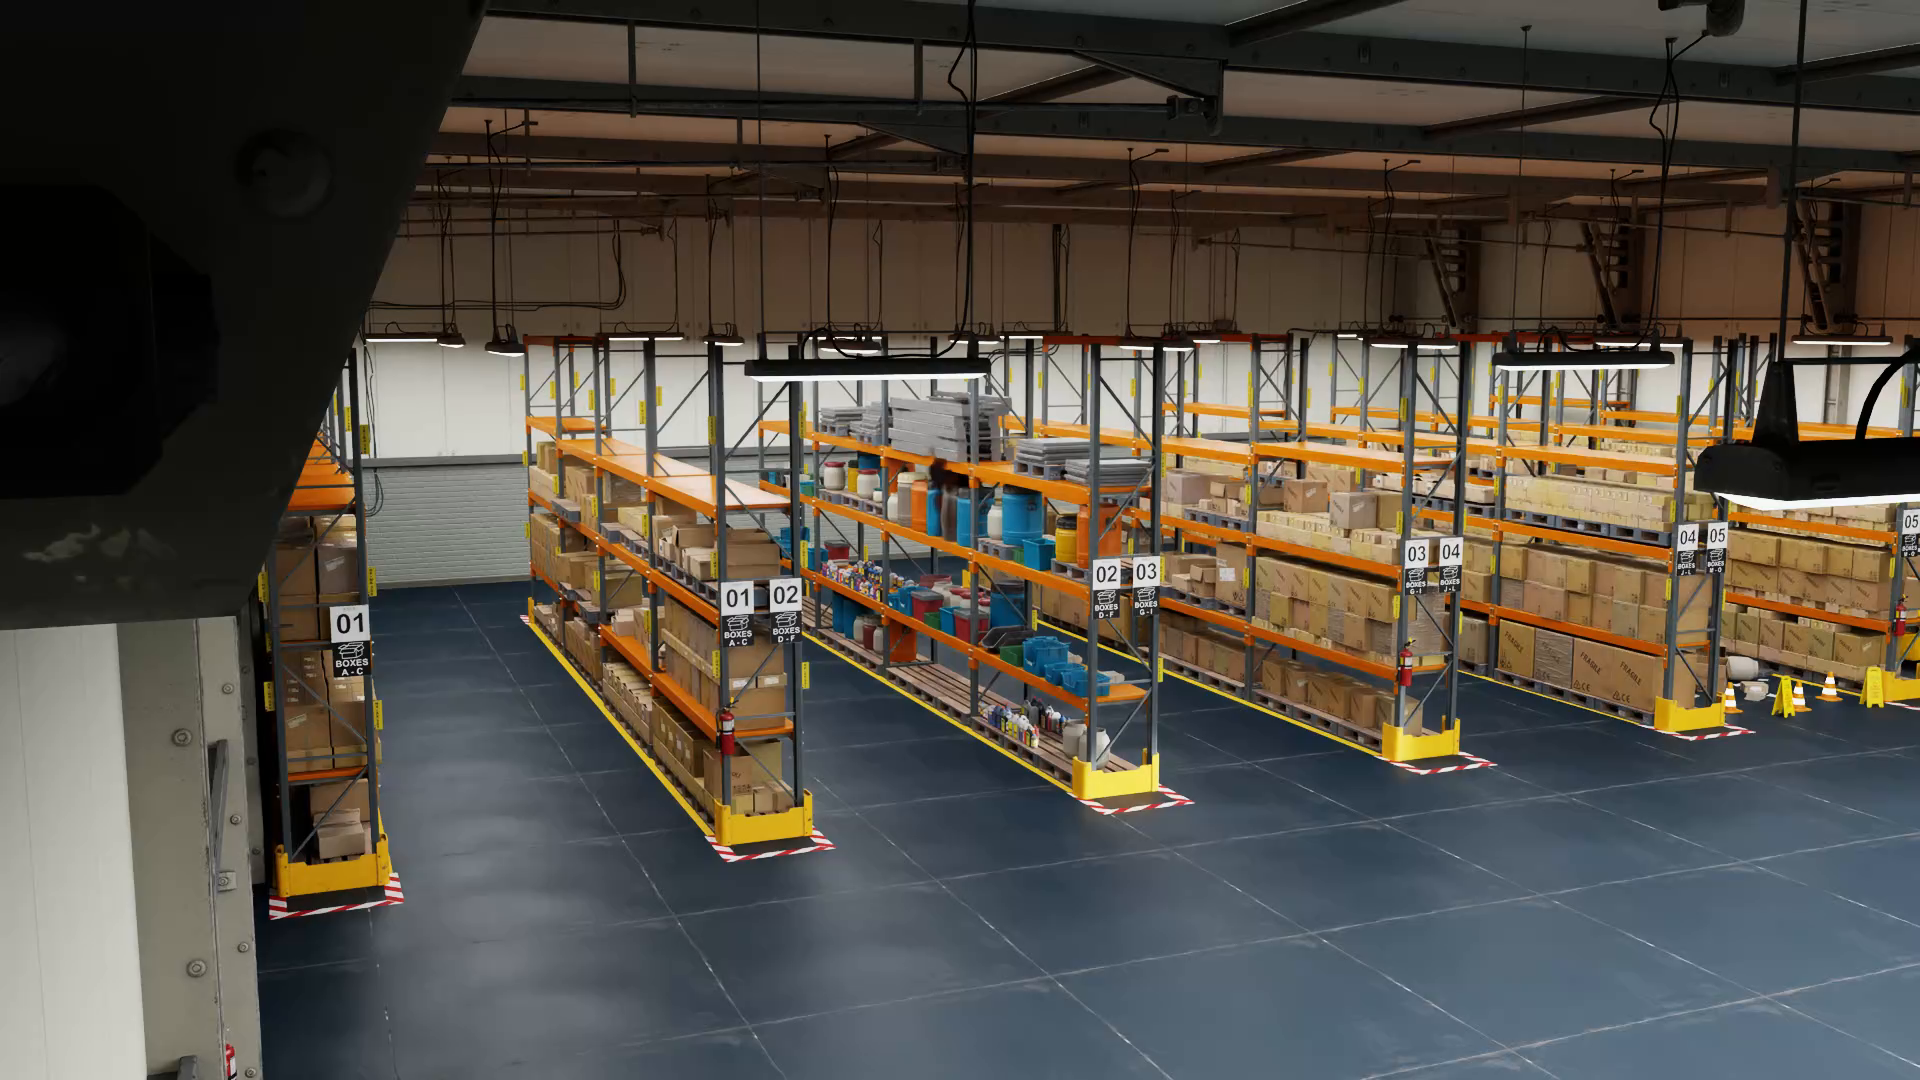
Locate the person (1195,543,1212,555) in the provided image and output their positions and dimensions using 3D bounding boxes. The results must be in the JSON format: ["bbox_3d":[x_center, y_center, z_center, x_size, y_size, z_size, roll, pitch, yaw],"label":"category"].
[{"bbox_3d":[6.399,-0.351,44.018,0.568,1.658,0.901,5,9,34],"label":"person"}]
